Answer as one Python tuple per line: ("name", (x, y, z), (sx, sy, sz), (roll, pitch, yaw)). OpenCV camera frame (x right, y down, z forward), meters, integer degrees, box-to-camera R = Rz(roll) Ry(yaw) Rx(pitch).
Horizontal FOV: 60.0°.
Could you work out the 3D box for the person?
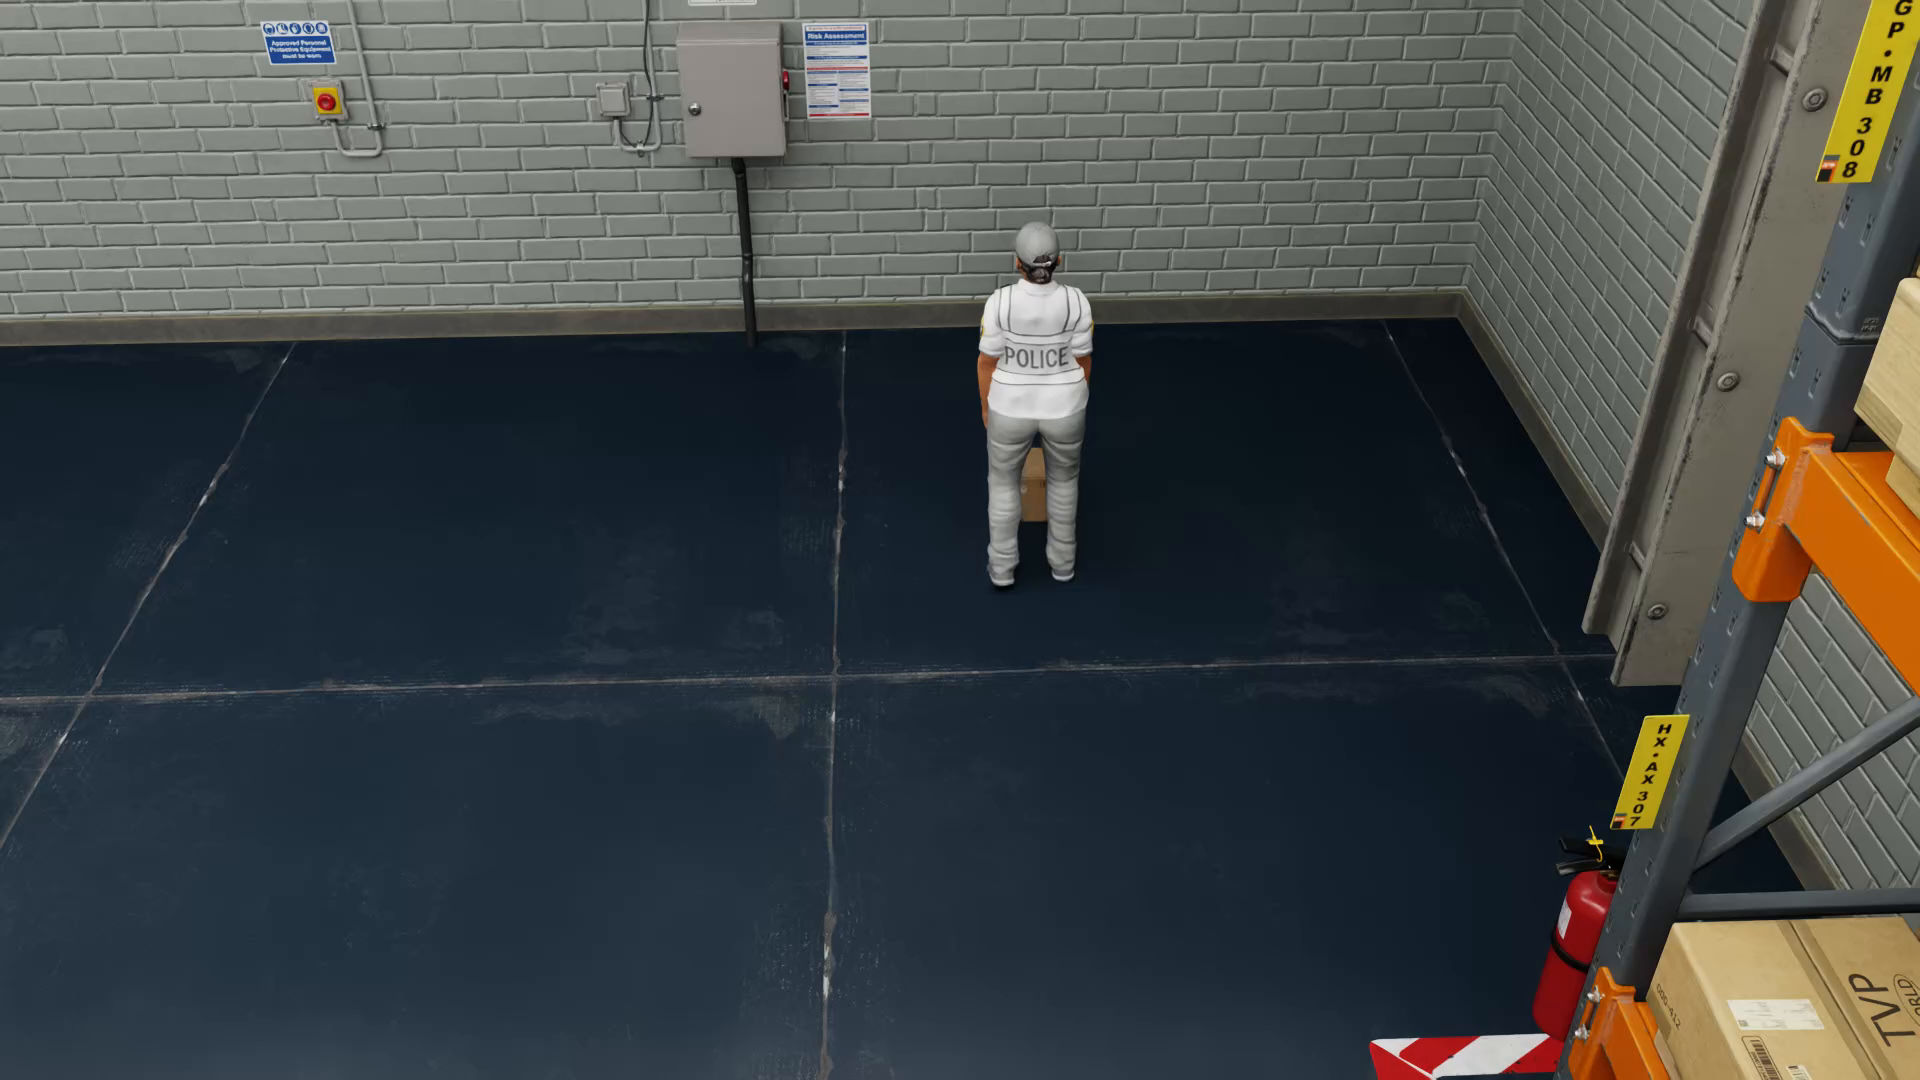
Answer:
("person", (0.303, -0.541, 6.941), (0.466, 1.696, 0.389), (-1, 35, -1))
